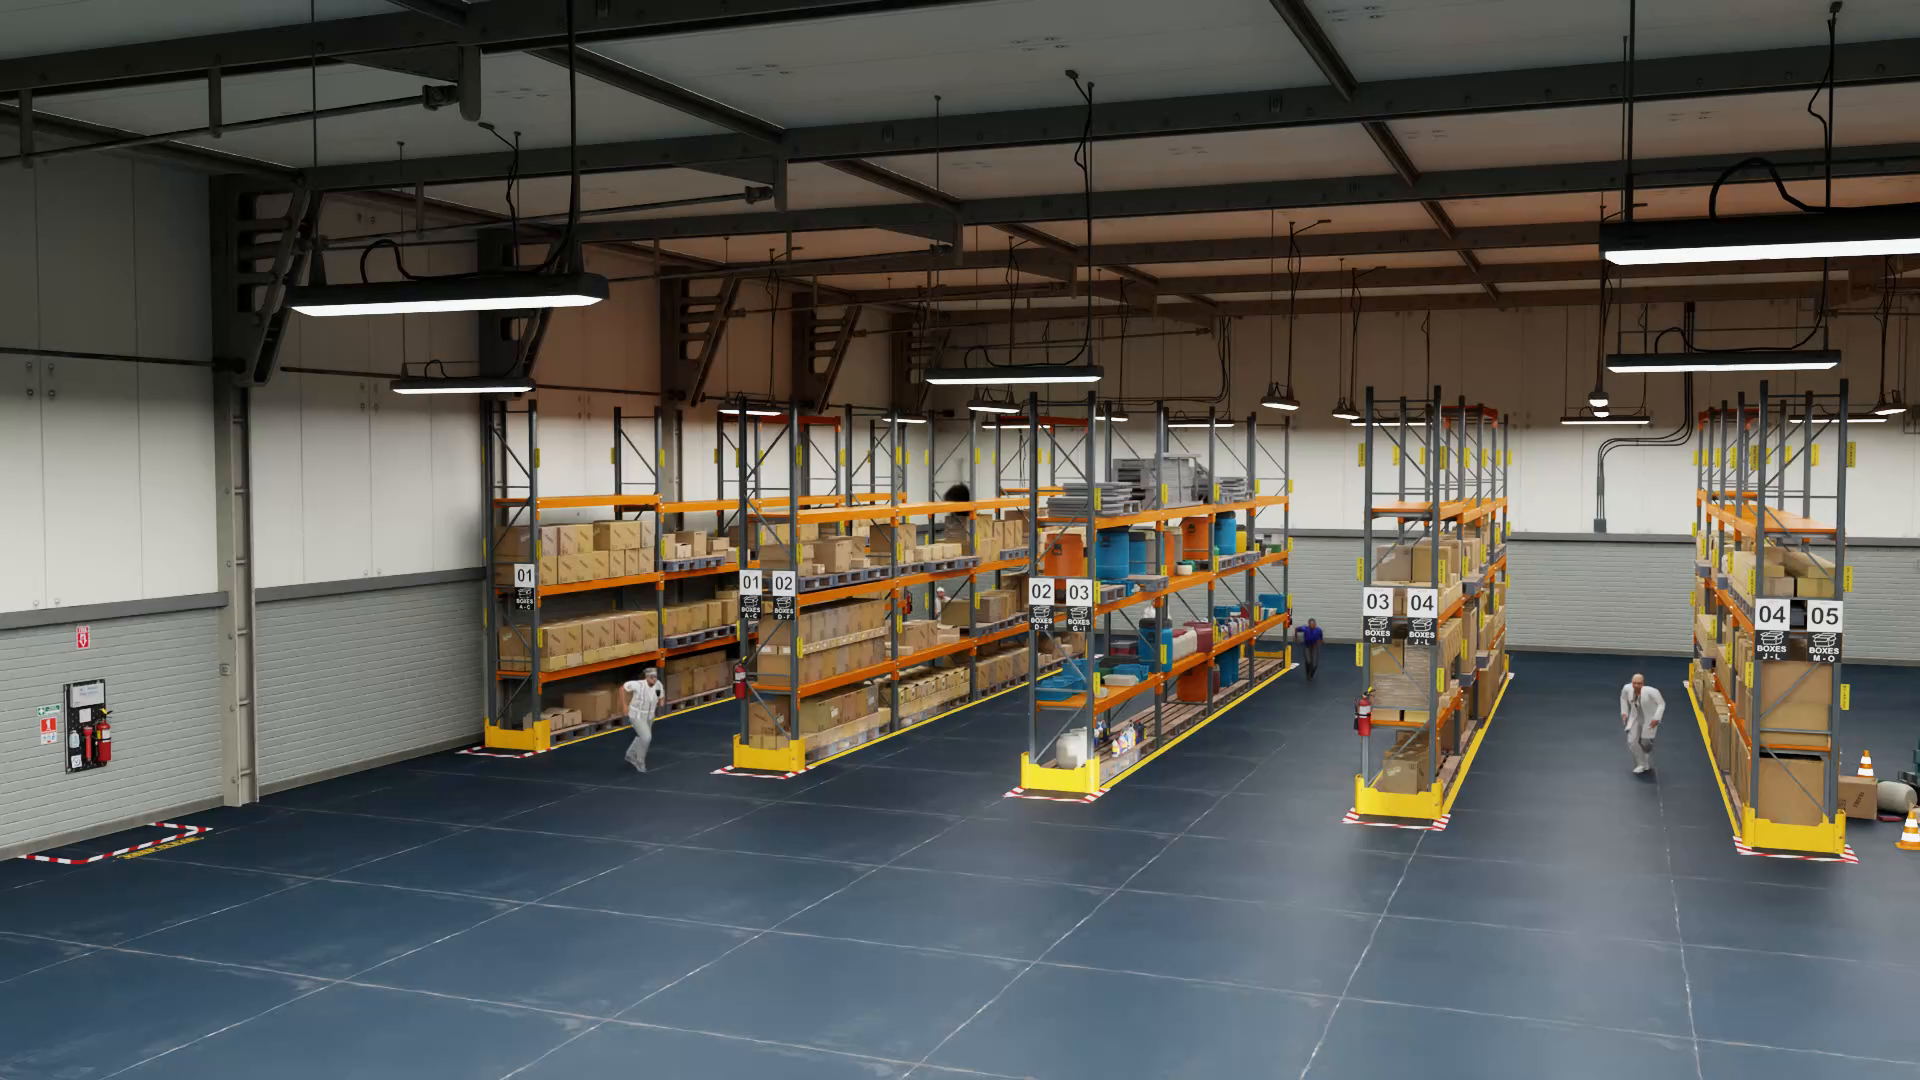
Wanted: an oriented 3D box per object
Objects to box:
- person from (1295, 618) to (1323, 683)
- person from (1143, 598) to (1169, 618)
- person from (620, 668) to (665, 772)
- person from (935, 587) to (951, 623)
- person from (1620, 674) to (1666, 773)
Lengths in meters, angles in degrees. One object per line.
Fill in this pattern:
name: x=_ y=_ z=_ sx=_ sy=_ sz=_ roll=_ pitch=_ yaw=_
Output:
person: x=7.711 y=2.447 z=36.777 sx=0.603 sy=1.484 sz=0.853 roll=0 pitch=3 yaw=7
person: x=4.703 y=2.184 z=40.124 sx=0.580 sy=1.739 sz=0.790 roll=1 pitch=3 yaw=22
person: x=-5.103 y=2.888 z=26.628 sx=0.955 sy=1.760 sz=0.682 roll=3 pitch=4 yaw=43
person: x=-0.347 y=2.045 z=42.504 sx=0.814 sy=1.692 sz=0.568 roll=0 pitch=3 yaw=8
person: x=10.933 y=2.898 z=26.555 sx=0.711 sy=1.605 sz=1.048 roll=2 pitch=4 yaw=36
